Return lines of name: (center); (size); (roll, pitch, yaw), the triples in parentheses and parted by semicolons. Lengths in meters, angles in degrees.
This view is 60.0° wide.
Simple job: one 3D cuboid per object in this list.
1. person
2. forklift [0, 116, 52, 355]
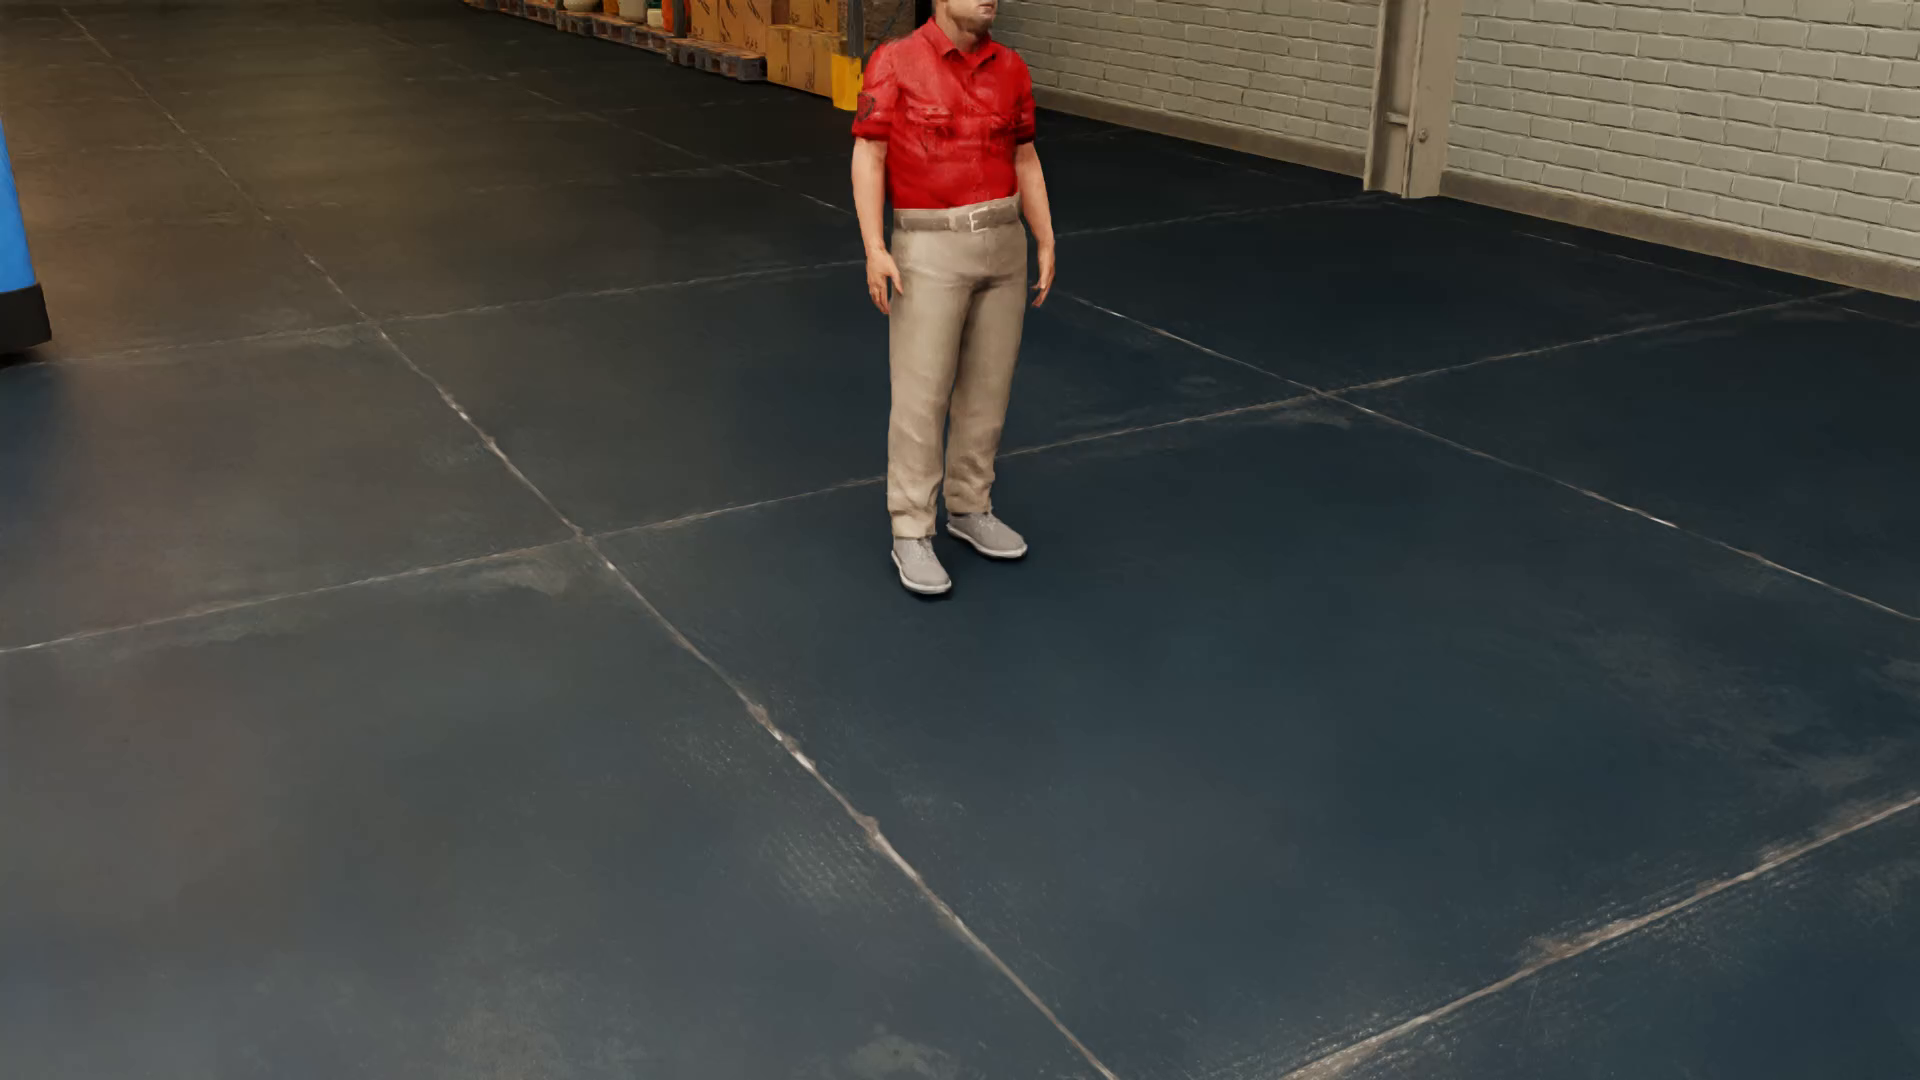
person: (0.035, -0.775, 4.726); (0.640, 1.727, 0.550); (-12, 25, -28)
forklift: (-5.392, -2.187, 6.603); (3.031, 2.935, 1.130); (9, 24, 21)
